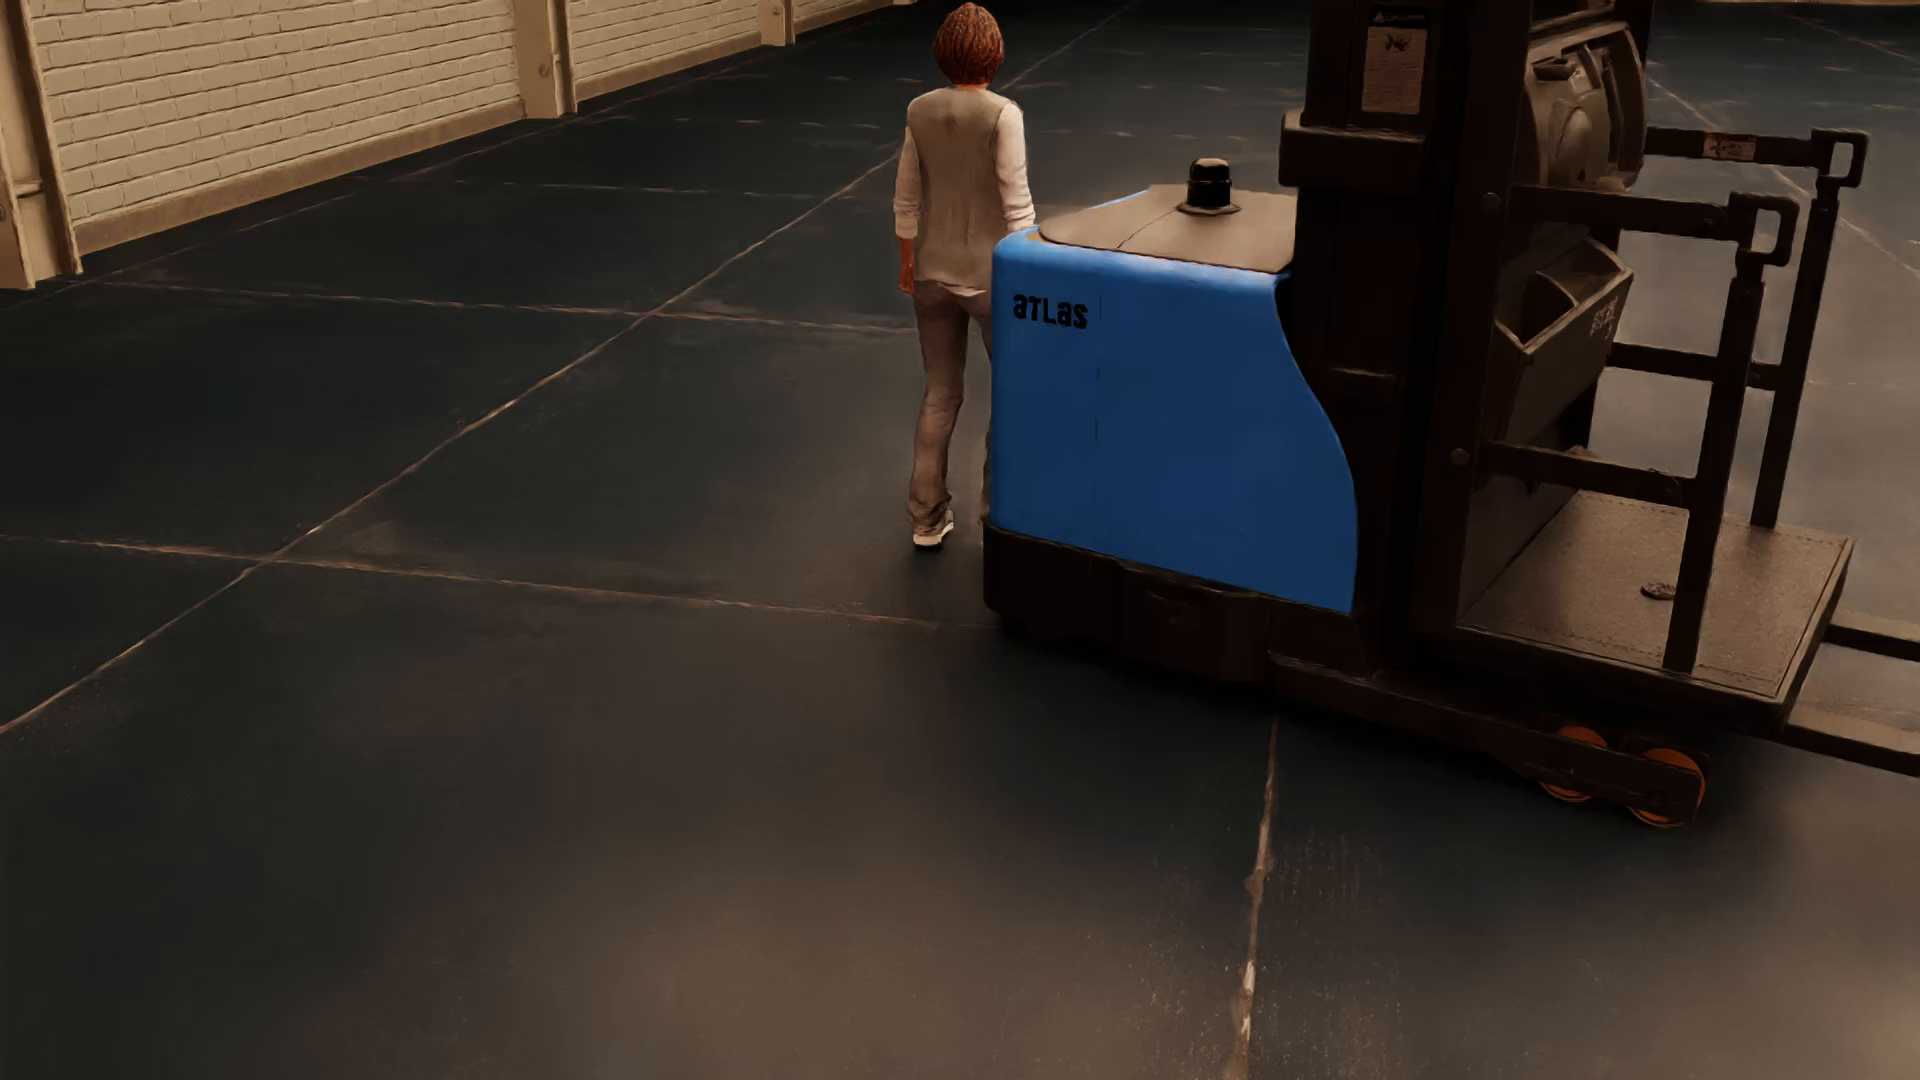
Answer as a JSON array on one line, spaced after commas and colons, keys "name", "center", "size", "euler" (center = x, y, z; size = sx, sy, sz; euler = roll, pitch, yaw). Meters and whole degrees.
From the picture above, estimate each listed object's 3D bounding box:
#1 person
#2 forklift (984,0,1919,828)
[{"name": "person", "center": [0.008, -0.757, 4.918], "size": [0.528, 1.582, 0.438], "euler": [12, 25, 26]}, {"name": "forklift", "center": [1.575, -0.962, 3.625], "size": [3.031, 2.935, 1.130], "euler": [14, 26, 31]}]
